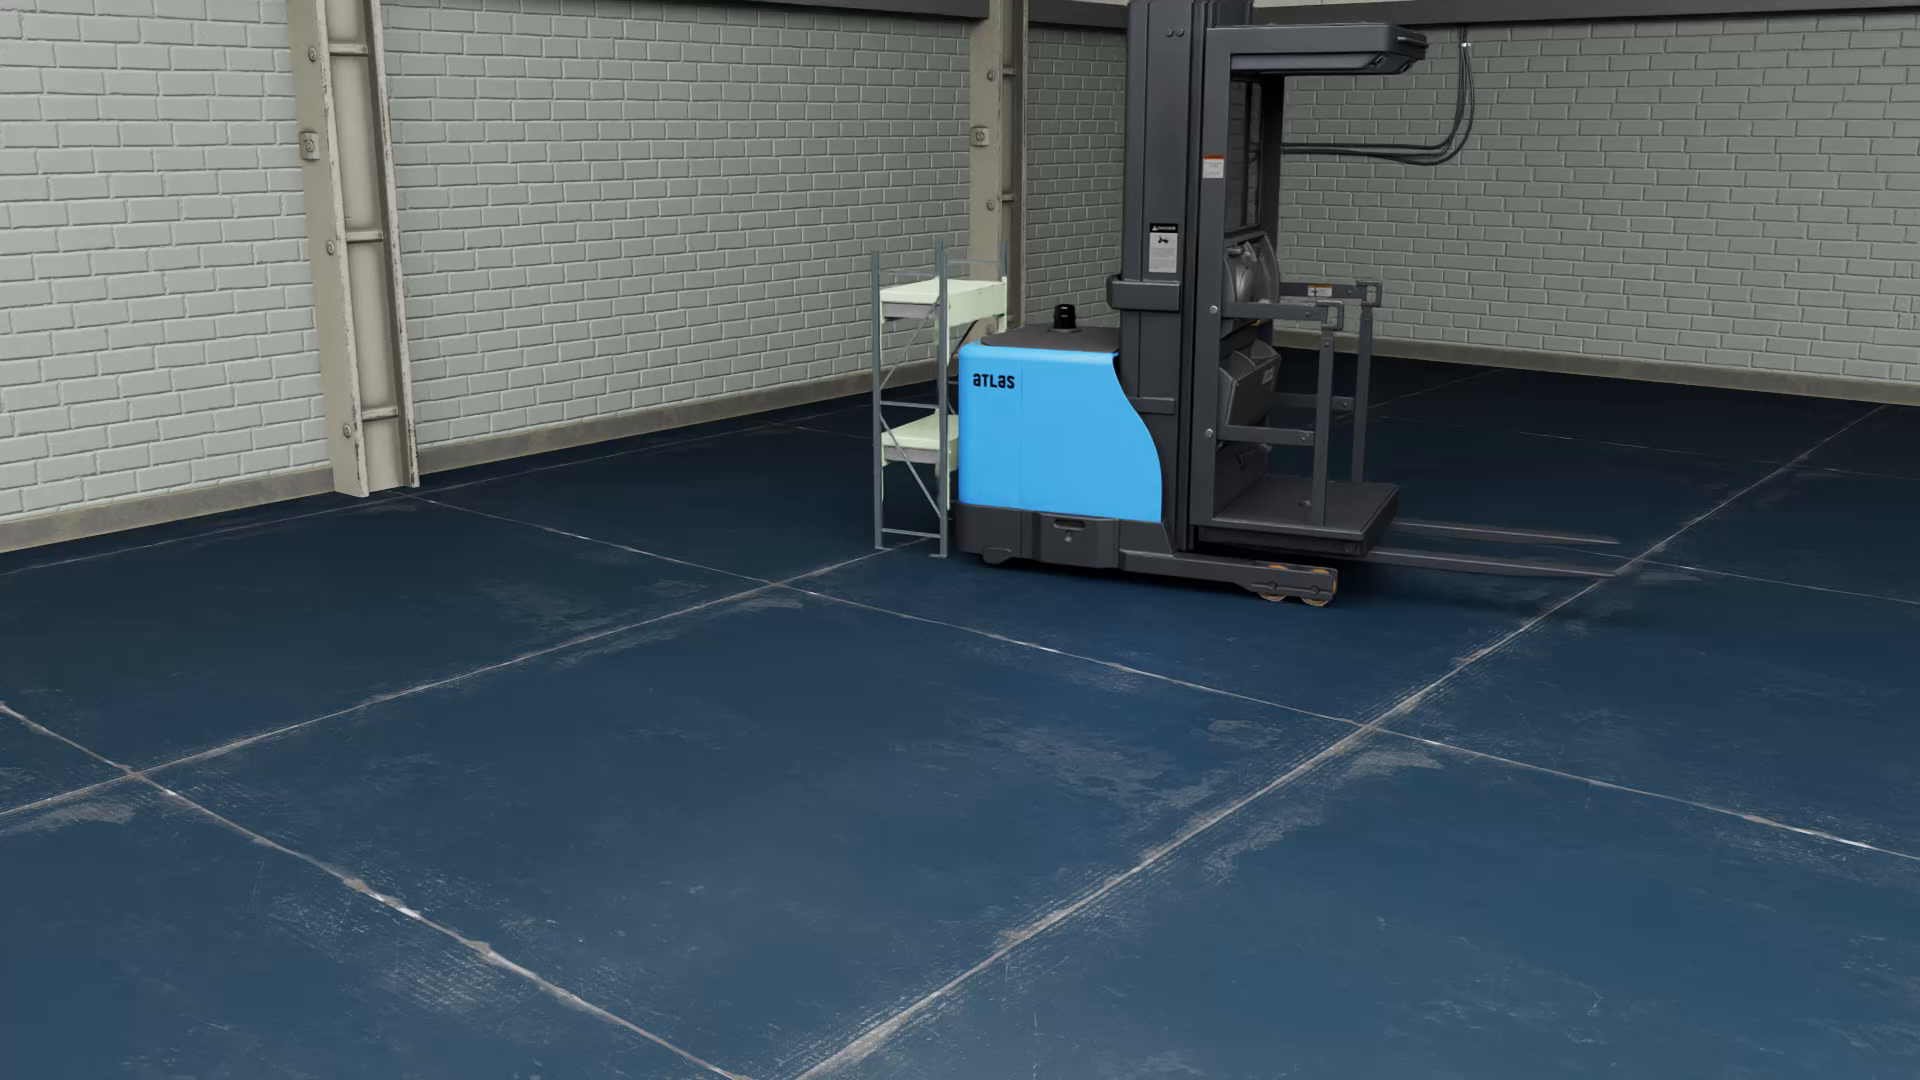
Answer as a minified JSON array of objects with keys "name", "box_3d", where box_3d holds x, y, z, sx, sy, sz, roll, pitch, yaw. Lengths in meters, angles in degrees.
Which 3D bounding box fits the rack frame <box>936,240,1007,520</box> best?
[{"name":"rack frame","box_3d":[0.058,-0.826,8.826,0.400,1.500,0.023,6,16,24]}]

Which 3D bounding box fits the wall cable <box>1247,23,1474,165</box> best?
[{"name":"wall cable","box_3d":[3.202,-4.672,15.042,3.097,2.526,0.112,11,18,38]}]

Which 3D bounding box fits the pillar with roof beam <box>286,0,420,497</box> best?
[{"name":"pillar with roof beam","box_3d":[-0.101,-4.002,6.099,9.100,9.000,0.400,11,18,38]}]

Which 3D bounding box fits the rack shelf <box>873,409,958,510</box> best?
[{"name":"rack shelf","box_3d":[-0.094,-0.428,8.584,0.431,0.370,0.720,6,16,24]}]

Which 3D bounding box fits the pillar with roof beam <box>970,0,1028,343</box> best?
[{"name":"pillar with roof beam","box_3d":[3.670,-5.151,10.622,9.100,9.000,0.400,11,18,38]}]

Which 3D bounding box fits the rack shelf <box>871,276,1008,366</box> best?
[{"name":"rack shelf","box_3d":[-0.094,-1.122,8.408,0.431,0.370,0.720,6,16,24]}]

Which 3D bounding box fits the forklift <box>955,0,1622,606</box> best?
[{"name":"forklift","box_3d":[1.542,-1.272,7.678,3.031,2.935,1.130,6,15,22]}]

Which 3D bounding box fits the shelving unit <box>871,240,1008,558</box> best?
[{"name":"shelving unit","box_3d":[-0.094,-0.744,8.504,0.431,1.500,0.755,6,16,24]}]

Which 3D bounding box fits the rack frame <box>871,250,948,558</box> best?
[{"name":"rack frame","box_3d":[-0.246,-0.662,8.181,0.400,1.500,0.023,6,16,24]}]
